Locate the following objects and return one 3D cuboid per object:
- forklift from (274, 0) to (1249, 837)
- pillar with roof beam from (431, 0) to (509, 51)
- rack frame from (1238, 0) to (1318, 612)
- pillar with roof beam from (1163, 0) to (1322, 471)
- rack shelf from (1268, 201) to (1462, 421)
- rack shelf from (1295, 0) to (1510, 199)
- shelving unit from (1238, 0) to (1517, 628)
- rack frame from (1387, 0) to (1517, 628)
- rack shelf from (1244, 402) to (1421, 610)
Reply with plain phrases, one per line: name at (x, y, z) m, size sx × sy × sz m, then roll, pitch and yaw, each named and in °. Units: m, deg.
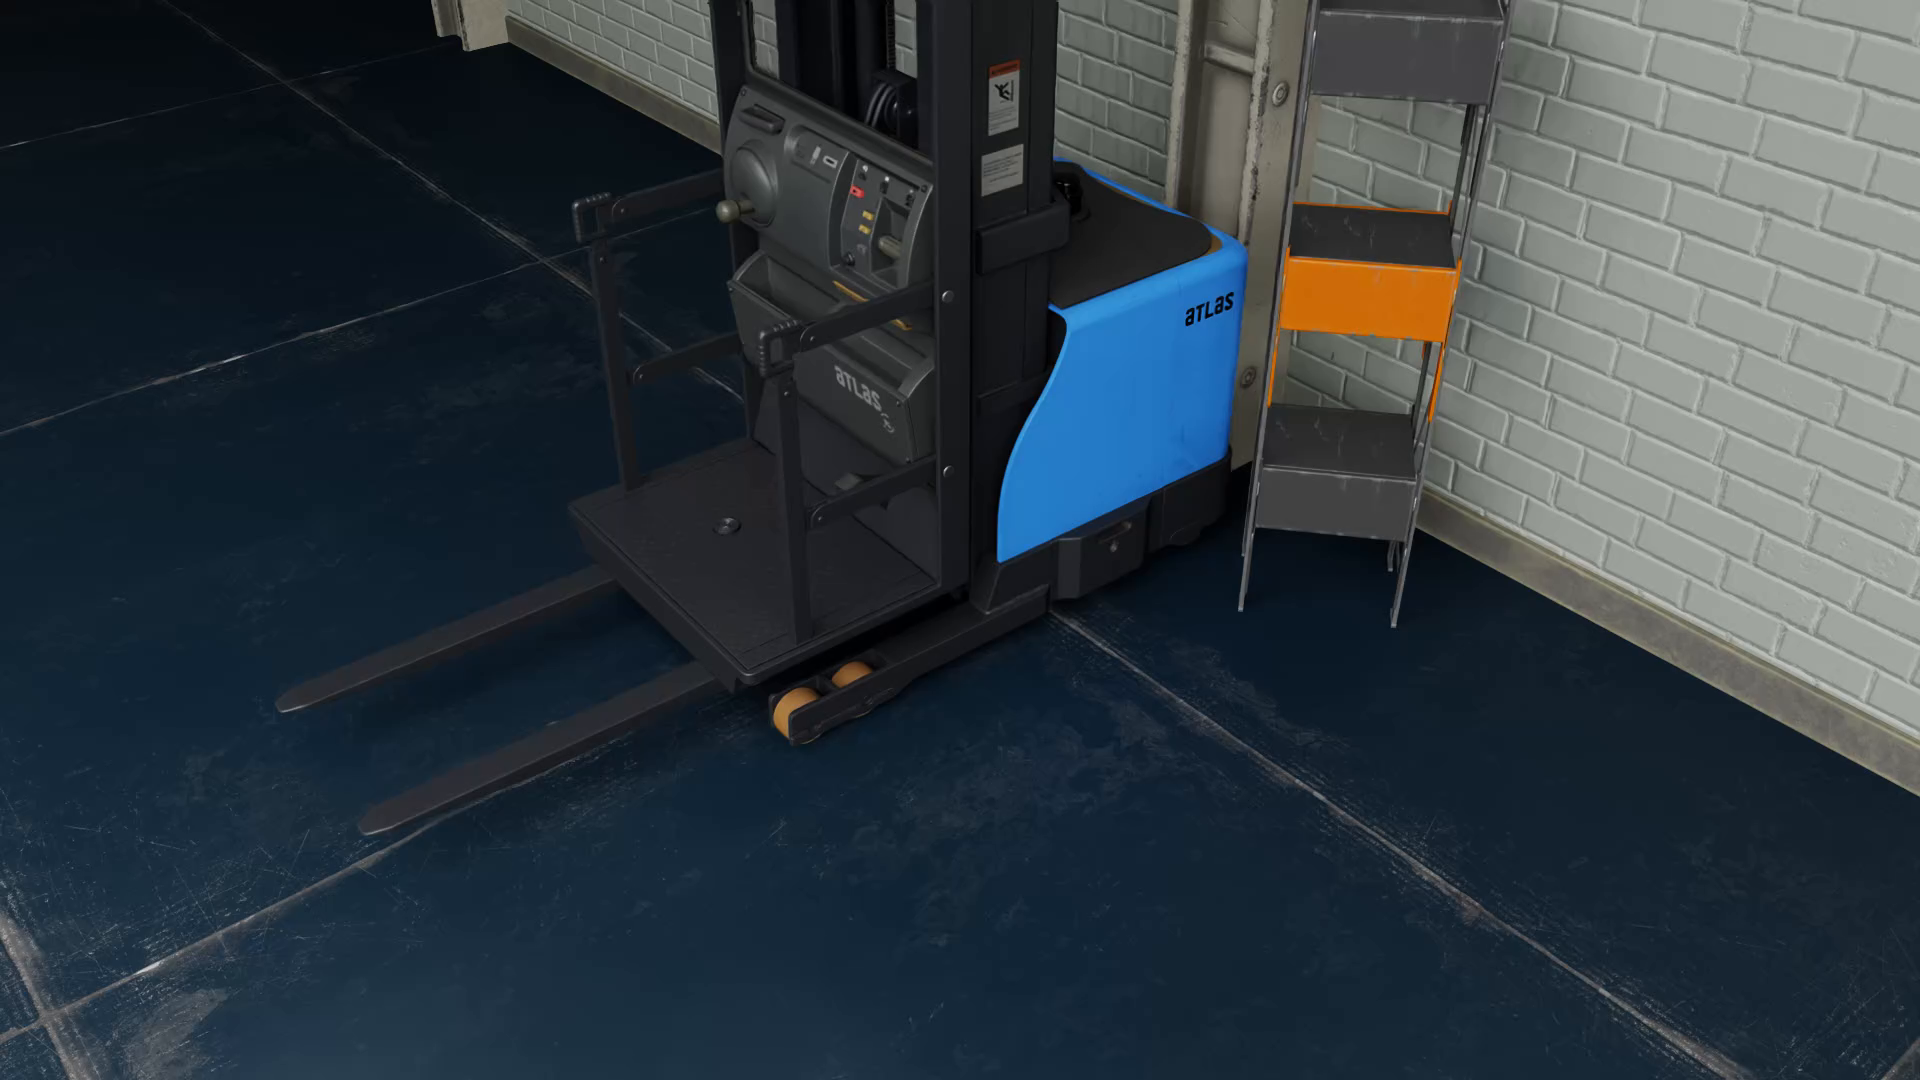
forklift at (-0.549, -0.942, 4.544) m, size 3.031 × 2.935 × 1.130 m, roll -24°, pitch 42°, yaw -30°
pillar with roof beam at (-6.212, -5.097, 5.161) m, size 9.100 × 9.000 × 0.400 m, roll -26°, pitch 43°, yaw -32°
rack frame at (0.949, -0.737, 4.974) m, size 0.015 × 2.100 × 0.400 m, roll 6°, pitch 36°, yaw 8°
pillar with roof beam at (-2.340, -2.448, 1.421) m, size 9.100 × 9.000 × 0.400 m, roll -26°, pitch 43°, yaw -32°
rack shelf at (1.189, -0.701, 4.947) m, size 0.480 × 0.518 × 0.431 m, roll 6°, pitch 36°, yaw 8°
rack shelf at (1.189, -1.273, 4.543) m, size 0.480 × 0.518 × 0.431 m, roll 6°, pitch 36°, yaw 8°
shelving unit at (1.189, -0.713, 4.939) m, size 0.503 × 2.100 × 0.431 m, roll 6°, pitch 36°, yaw 8°
rack frame at (1.429, -0.688, 4.905) m, size 0.015 × 2.100 × 0.400 m, roll 6°, pitch 36°, yaw 8°
rack shelf at (1.189, -0.130, 5.352) m, size 0.480 × 0.518 × 0.431 m, roll 6°, pitch 36°, yaw 8°
